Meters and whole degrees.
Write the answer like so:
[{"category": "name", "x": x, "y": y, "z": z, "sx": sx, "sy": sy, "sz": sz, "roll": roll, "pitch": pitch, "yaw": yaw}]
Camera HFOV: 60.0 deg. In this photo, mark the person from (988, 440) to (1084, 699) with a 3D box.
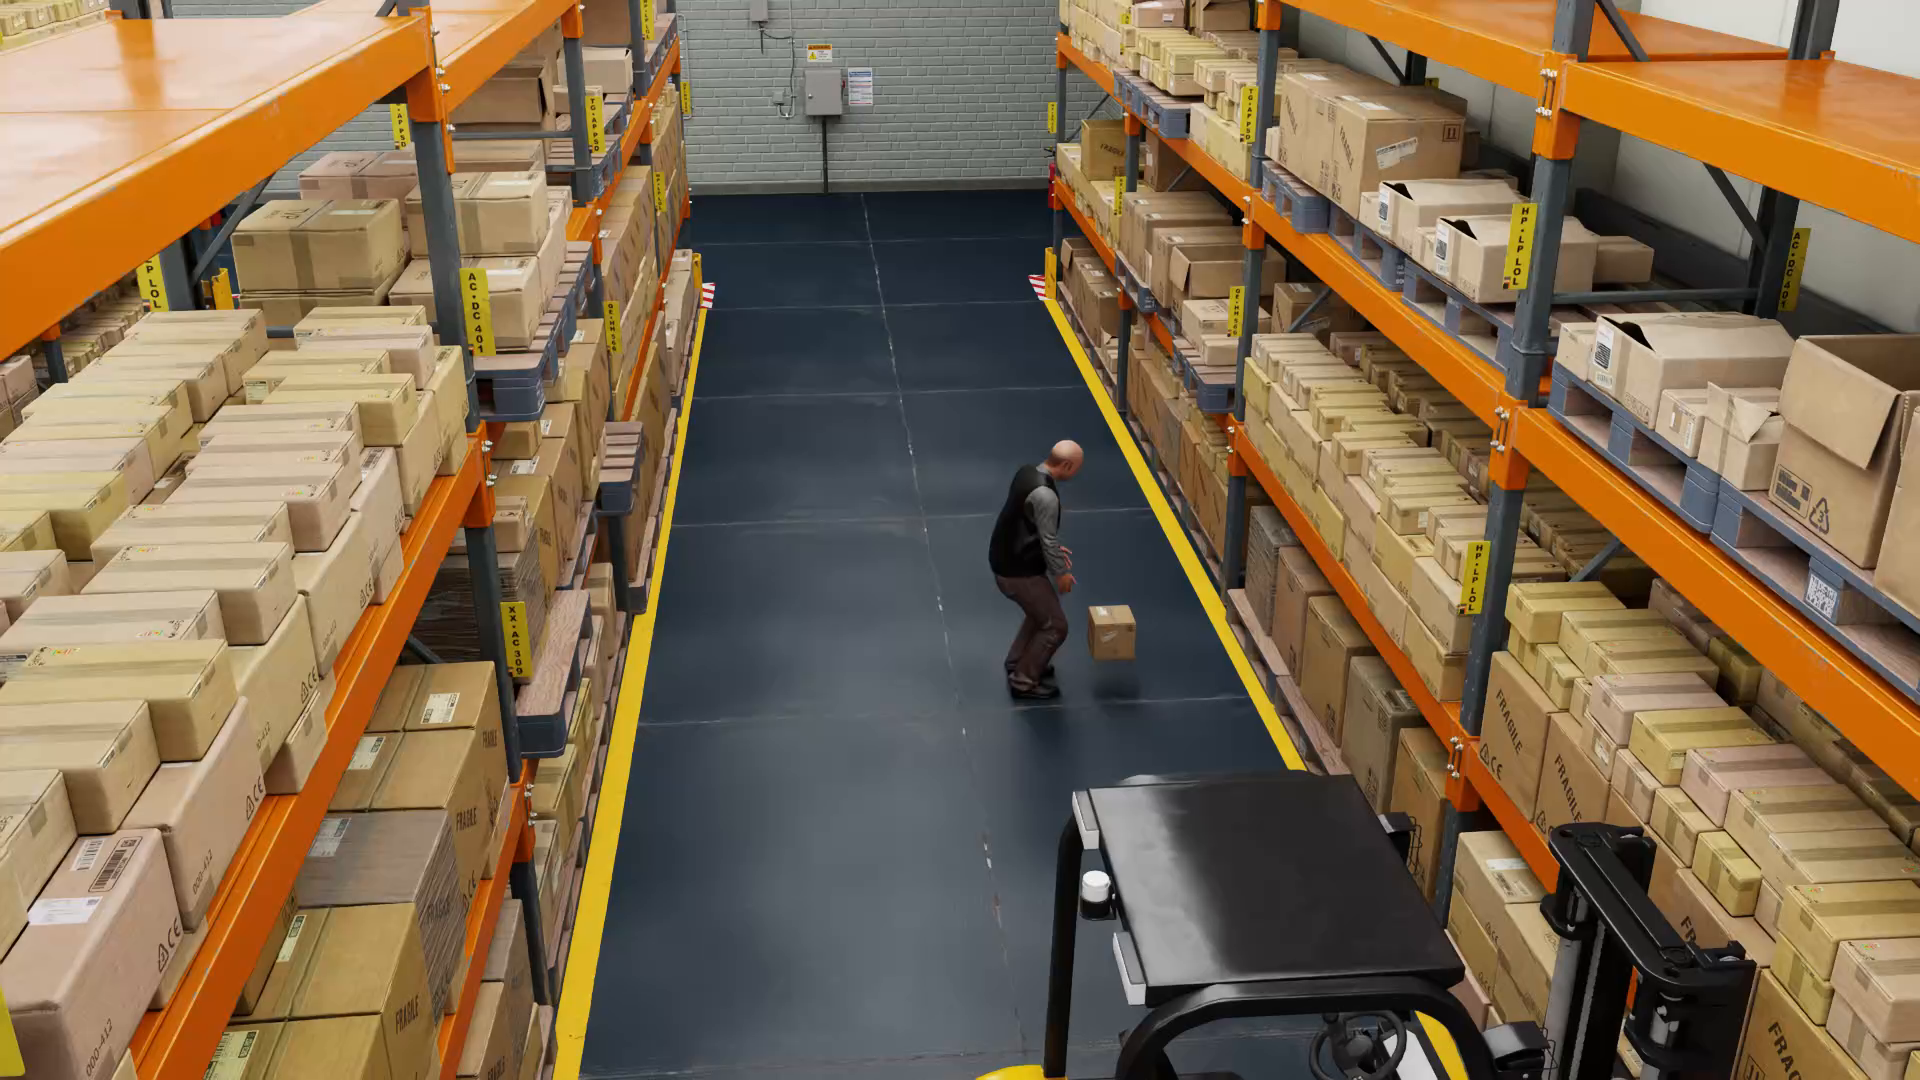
[{"category": "person", "x": 0.447, "y": 0.154, "z": 9.966, "sx": 0.555, "sy": 1.581, "sz": 0.581, "roll": -2, "pitch": 24, "yaw": -4}]
